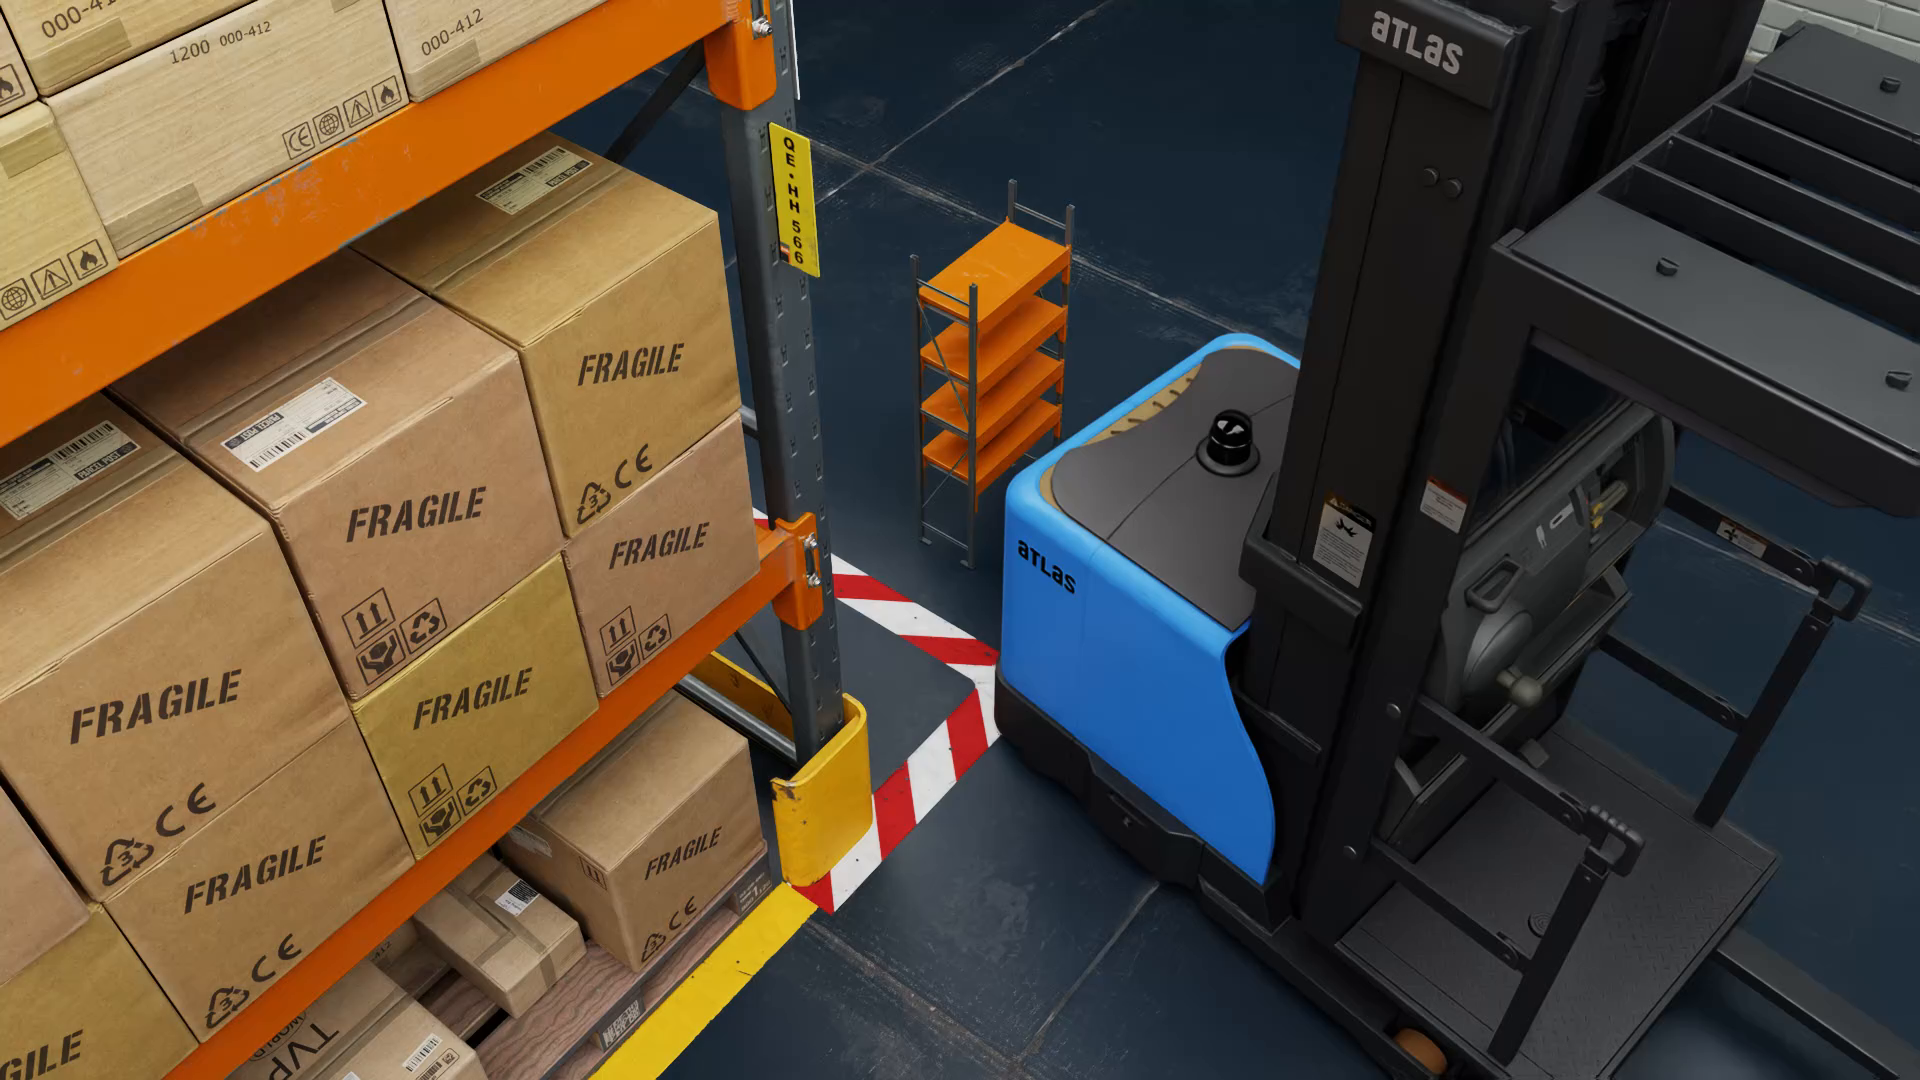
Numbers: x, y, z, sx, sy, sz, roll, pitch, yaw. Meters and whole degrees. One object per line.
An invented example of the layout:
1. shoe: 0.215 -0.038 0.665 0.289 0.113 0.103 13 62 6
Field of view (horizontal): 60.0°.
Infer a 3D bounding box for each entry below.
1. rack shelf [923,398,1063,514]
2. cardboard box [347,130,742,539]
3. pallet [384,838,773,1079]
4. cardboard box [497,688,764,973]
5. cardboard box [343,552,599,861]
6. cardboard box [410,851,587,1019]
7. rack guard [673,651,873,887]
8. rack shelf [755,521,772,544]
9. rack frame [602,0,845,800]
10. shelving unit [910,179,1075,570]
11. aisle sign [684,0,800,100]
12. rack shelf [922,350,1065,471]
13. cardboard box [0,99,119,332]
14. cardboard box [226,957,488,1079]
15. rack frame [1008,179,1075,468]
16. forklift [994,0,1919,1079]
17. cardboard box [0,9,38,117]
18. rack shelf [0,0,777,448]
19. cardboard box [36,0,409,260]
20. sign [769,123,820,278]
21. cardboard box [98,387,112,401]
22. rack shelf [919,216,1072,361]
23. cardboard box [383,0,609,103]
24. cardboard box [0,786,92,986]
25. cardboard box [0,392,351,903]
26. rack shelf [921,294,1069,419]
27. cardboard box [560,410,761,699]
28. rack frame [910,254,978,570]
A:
1. rack shelf: 0.101 -0.326 5.599 0.258 0.148 0.480 29 53 25
2. cardboard box: -0.808 -0.420 3.317 0.500 0.500 0.500 29 53 25
3. pallet: -1.287 1.047 4.604 1.003 0.211 1.213 29 53 25
4. cardboard box: -0.891 0.715 4.417 0.500 0.500 0.500 29 53 25
5. cardboard box: -1.127 0.224 3.393 0.500 0.500 0.500 30 53 25
6. cardboard box: -1.210 1.022 4.354 0.380 0.166 0.250 29 53 25
7. rack guard: -0.800 0.490 4.936 1.175 0.500 0.348 29 53 25
8. rack shelf: -1.976 0.909 3.170 0.919 0.124 3.809 29 53 25
9. rack frame: -0.754 -0.417 4.074 1.000 3.000 0.127 29 53 25
10. shelving unit: 0.101 -0.509 5.407 0.258 1.200 0.503 29 53 25
11. aisle sign: -0.470 -1.218 3.042 0.394 0.787 0.004 29 53 25
12. rack shelf: 0.101 -0.463 5.455 0.258 0.148 0.480 29 53 25
13. cardboard box: -1.469 -0.417 2.104 0.500 0.250 0.500 29 53 25
14. cardboard box: -1.496 1.331 4.001 0.500 0.250 0.500 29 53 25
15. rack frame: 0.250 -0.649 5.540 0.240 1.200 0.015 29 53 25
16. forklift: 1.488 0.107 3.621 1.130 2.935 3.031 -35 55 -29
17. cardboard box: -1.480 -0.596 1.929 0.500 0.250 0.500 29 53 25
18. rack shelf: -1.976 -0.060 2.156 1.077 0.370 4.000 29 53 25
19. cardboard box: -1.173 -0.709 2.382 0.500 0.250 0.500 29 53 25
20. sign: -0.327 -0.669 3.295 0.100 0.325 0.005 29 53 25
21. cardboard box: -1.547 -0.357 3.256 0.500 0.500 0.500 30 53 25
22. rack shelf: 0.101 -0.781 5.122 0.258 0.148 0.480 29 53 25
23. cardboard box: -0.859 -0.991 2.651 0.500 0.250 0.500 29 53 25
24. cardboard box: -1.744 0.462 2.474 0.500 0.500 0.500 31 54 26
25. cardboard box: -1.430 0.168 2.755 0.500 0.500 0.500 31 54 26
26. rack shelf: 0.101 -0.617 5.294 0.258 0.148 0.480 29 53 25
27. cardboard box: -0.812 -0.075 3.678 0.500 0.500 0.500 31 54 26
28. rack frame: -0.048 -0.370 5.273 0.240 1.200 0.015 29 53 25
